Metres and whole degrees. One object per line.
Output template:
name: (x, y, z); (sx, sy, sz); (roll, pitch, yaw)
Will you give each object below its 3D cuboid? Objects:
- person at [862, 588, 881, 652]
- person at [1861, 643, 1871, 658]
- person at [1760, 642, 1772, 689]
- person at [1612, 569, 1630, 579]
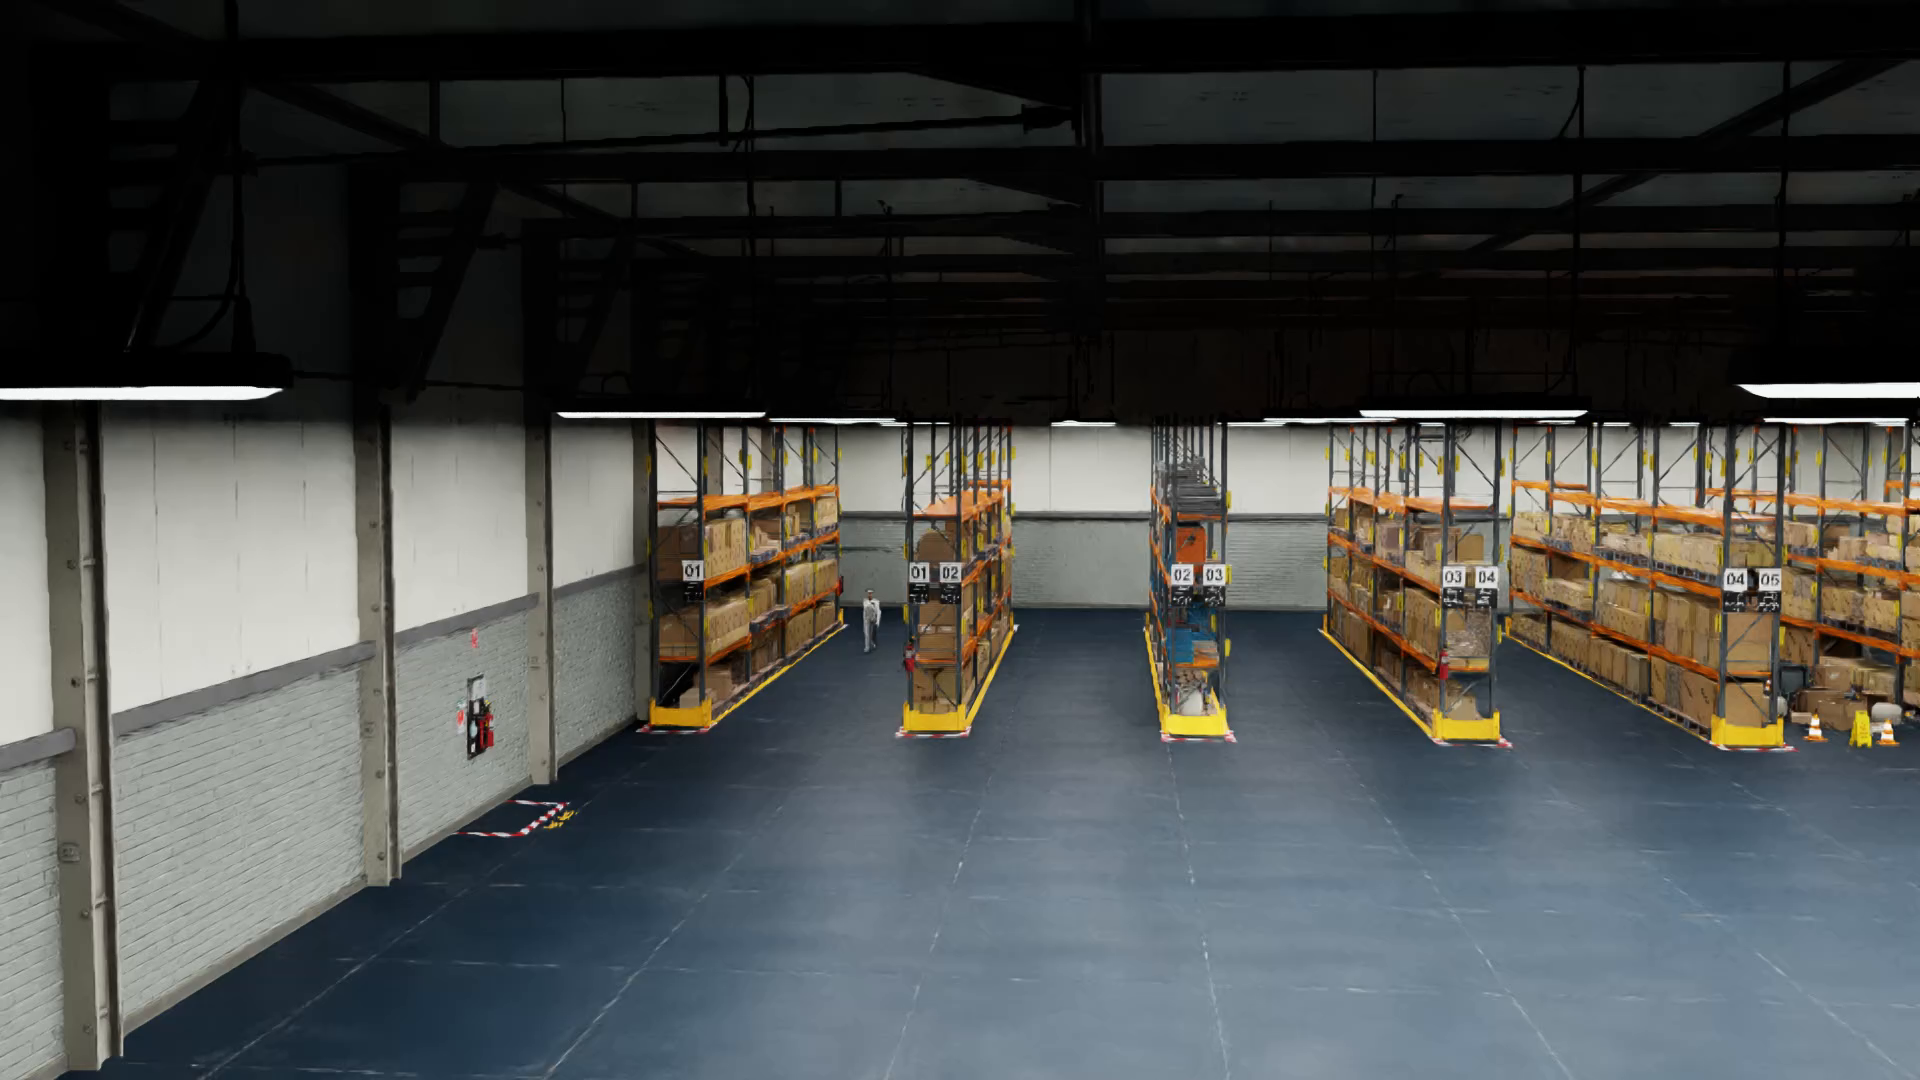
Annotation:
person: (-2.276, 2.031, 42.700); (0.500, 1.622, 0.988); (0, 4, 4)
person: (21.886, 2.276, 40.449); (0.565, 1.417, 0.563); (3, 5, 36)
person: (17.541, 2.479, 36.264); (0.522, 1.580, 0.523); (3, 5, 34)
person: (19.872, 1.499, 49.881); (0.597, 1.745, 0.583); (3, 5, 41)
